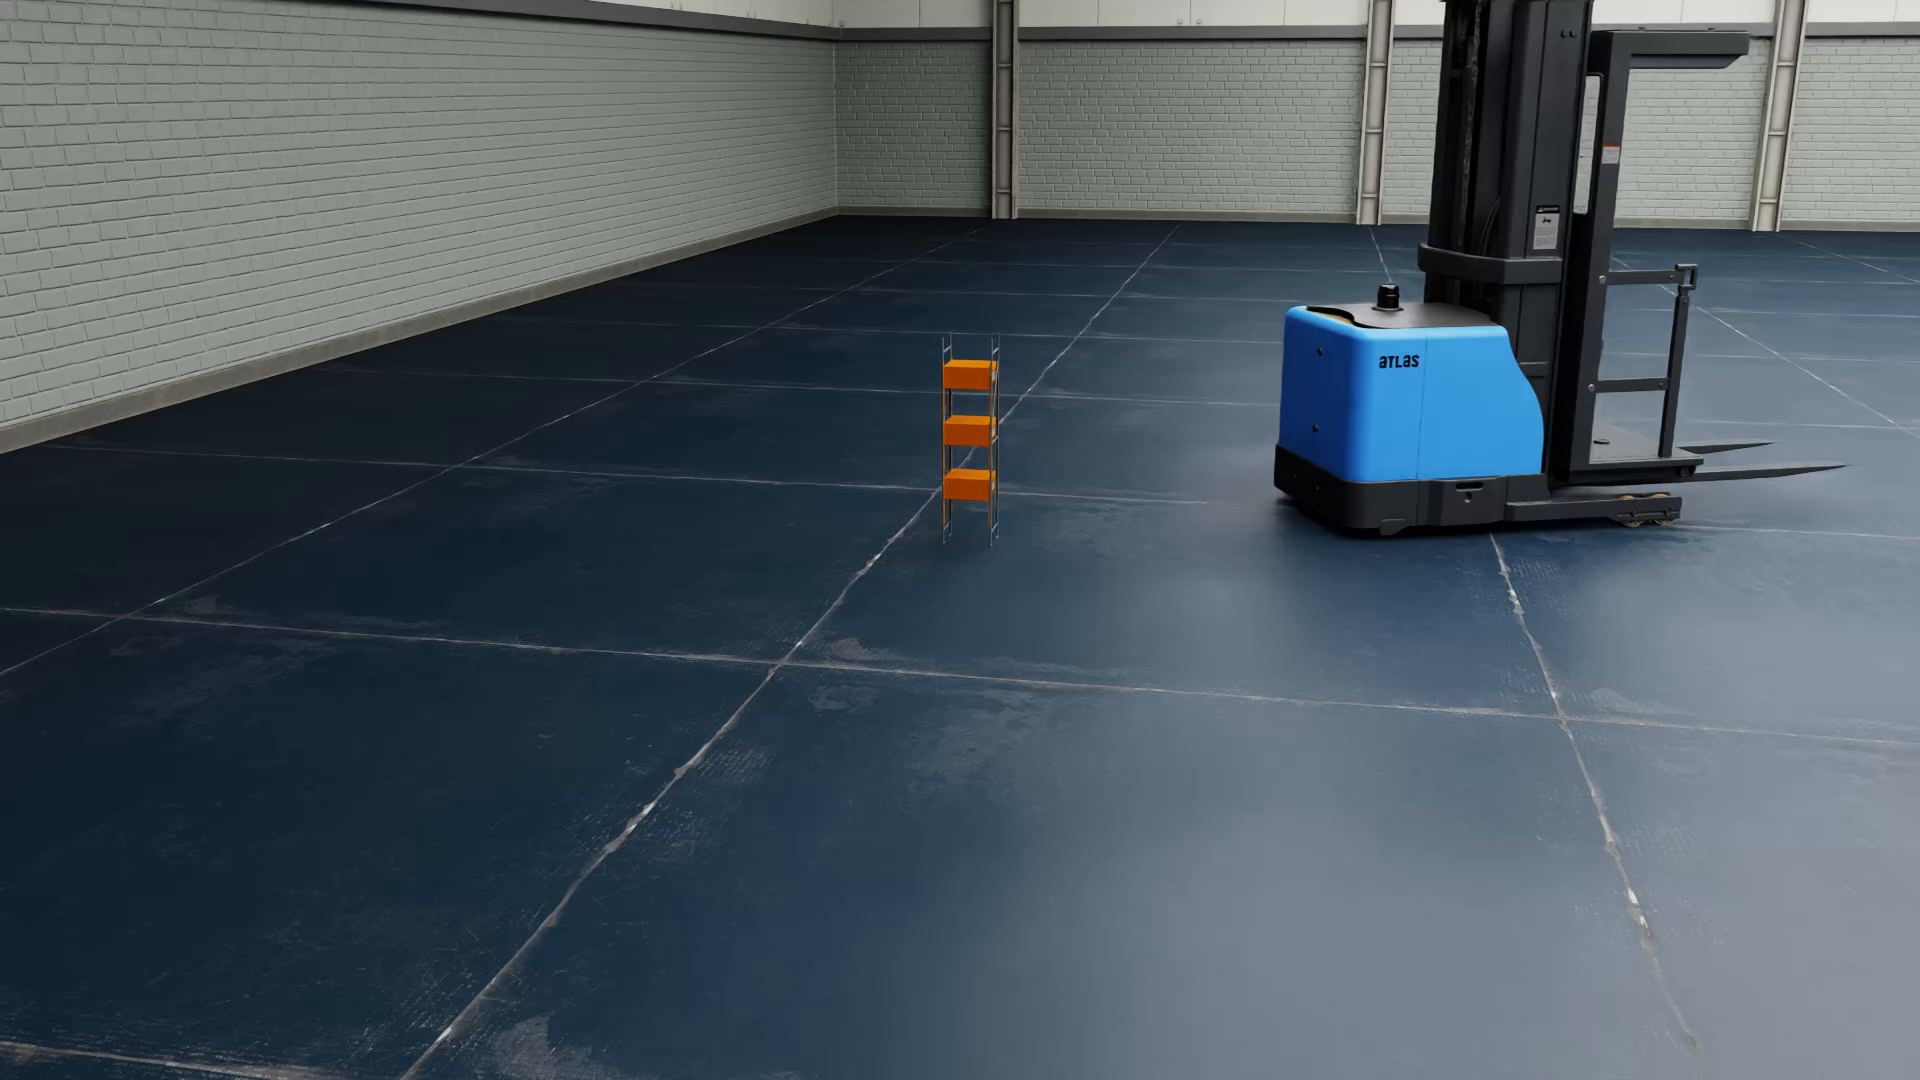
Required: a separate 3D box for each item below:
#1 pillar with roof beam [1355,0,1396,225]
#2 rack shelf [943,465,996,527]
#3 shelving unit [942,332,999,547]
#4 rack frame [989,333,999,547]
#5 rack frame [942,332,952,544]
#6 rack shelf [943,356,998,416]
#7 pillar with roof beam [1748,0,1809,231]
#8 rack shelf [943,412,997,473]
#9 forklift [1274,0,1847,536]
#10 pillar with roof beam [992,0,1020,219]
[{"bbox_3d":[5.782,-8.357,21.803,0.400,9.000,9.100,3,16,11],"label":"pillar with roof beam"},{"bbox_3d":[0.052,-0.225,8.419,0.240,0.259,0.215,3,16,11],"label":"rack shelf"},{"bbox_3d":[0.052,-0.503,8.342,0.252,1.050,0.215,3,16,11],"label":"shelving unit"},{"bbox_3d":[0.172,-0.497,8.318,0.008,1.050,0.200,3,16,11],"label":"rack frame"},{"bbox_3d":[-0.067,-0.510,8.365,0.008,1.050,0.200,3,16,11],"label":"rack frame"},{"bbox_3d":[0.052,-0.766,8.269,0.240,0.259,0.215,3,16,11],"label":"rack shelf"},{"bbox_3d":[11.662,-8.037,20.650,0.400,9.000,9.100,3,16,11],"label":"pillar with roof beam"},{"bbox_3d":[0.052,-0.493,8.344,0.240,0.259,0.215,3,16,11],"label":"rack shelf"},{"bbox_3d":[3.330,-1.614,8.827,3.031,2.935,1.130,-3,16,-11],"label":"forklift"},{"bbox_3d":[-0.097,-8.676,22.955,0.400,9.000,9.100,3,16,11],"label":"pillar with roof beam"}]
